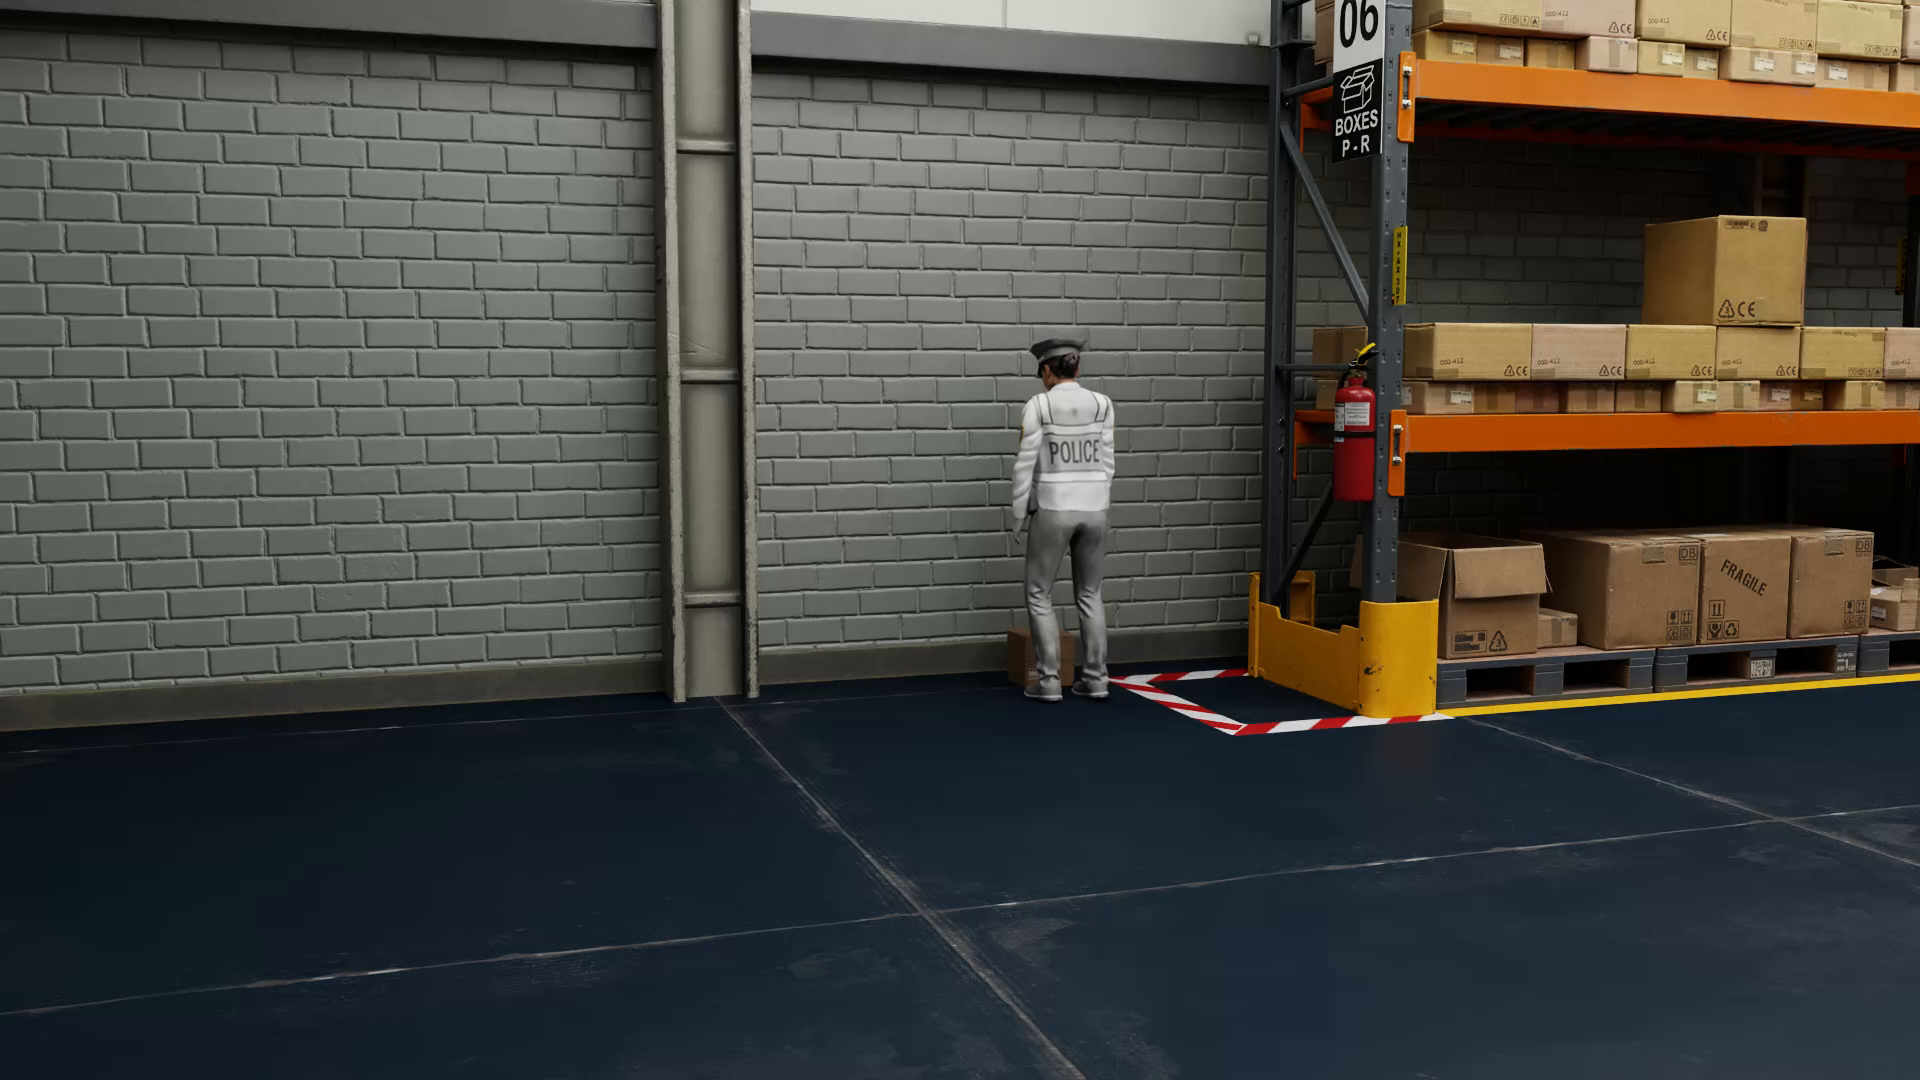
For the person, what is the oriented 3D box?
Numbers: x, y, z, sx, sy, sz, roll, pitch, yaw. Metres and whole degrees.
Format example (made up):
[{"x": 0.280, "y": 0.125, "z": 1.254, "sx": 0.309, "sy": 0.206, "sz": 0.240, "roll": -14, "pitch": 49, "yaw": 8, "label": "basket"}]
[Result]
[{"x": 0.464, "y": -0.089, "z": 7.558, "sx": 0.485, "sy": 1.653, "sz": 0.381, "roll": -2, "pitch": 6, "yaw": -17, "label": "person"}]
